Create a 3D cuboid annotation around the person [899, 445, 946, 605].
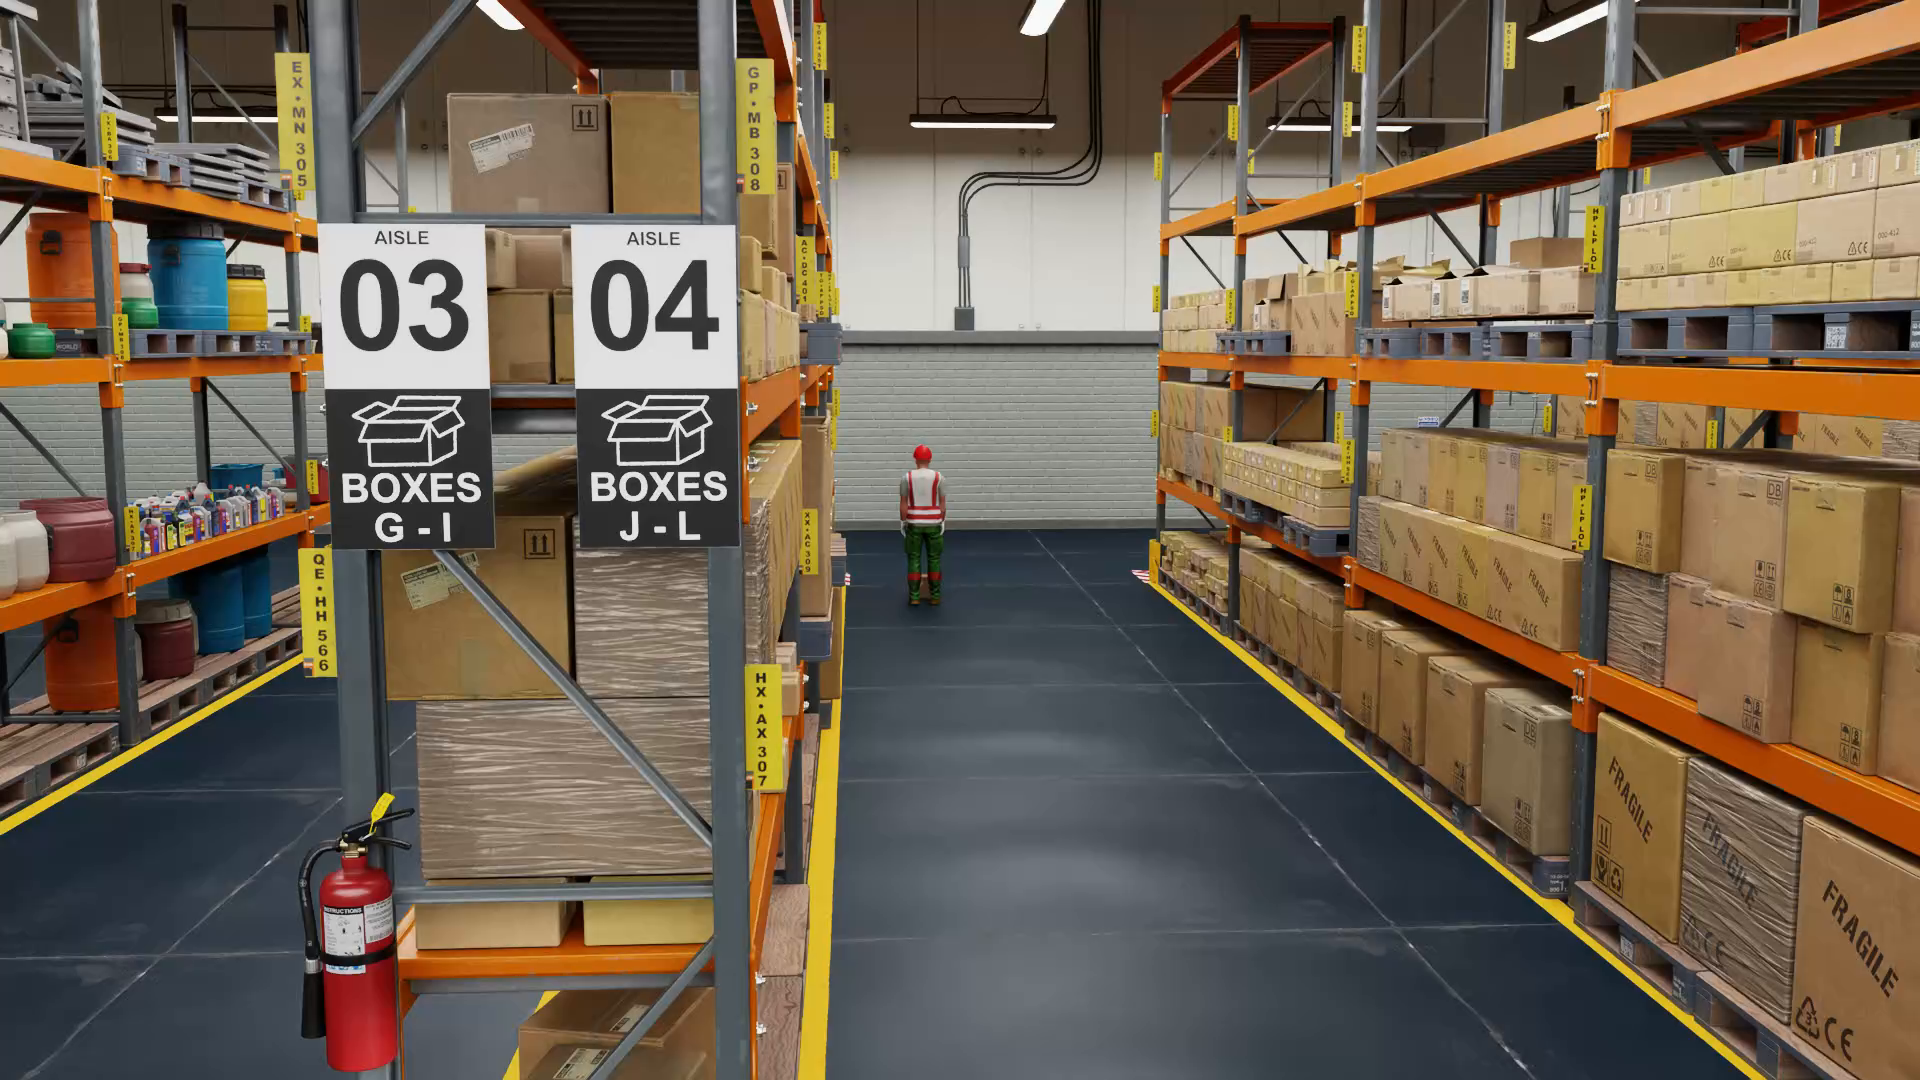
[{"bbox_3d":[-3.340,0.514,12.889,6.848,1.806,11.595,0,7,-2],"label":"person"}]
